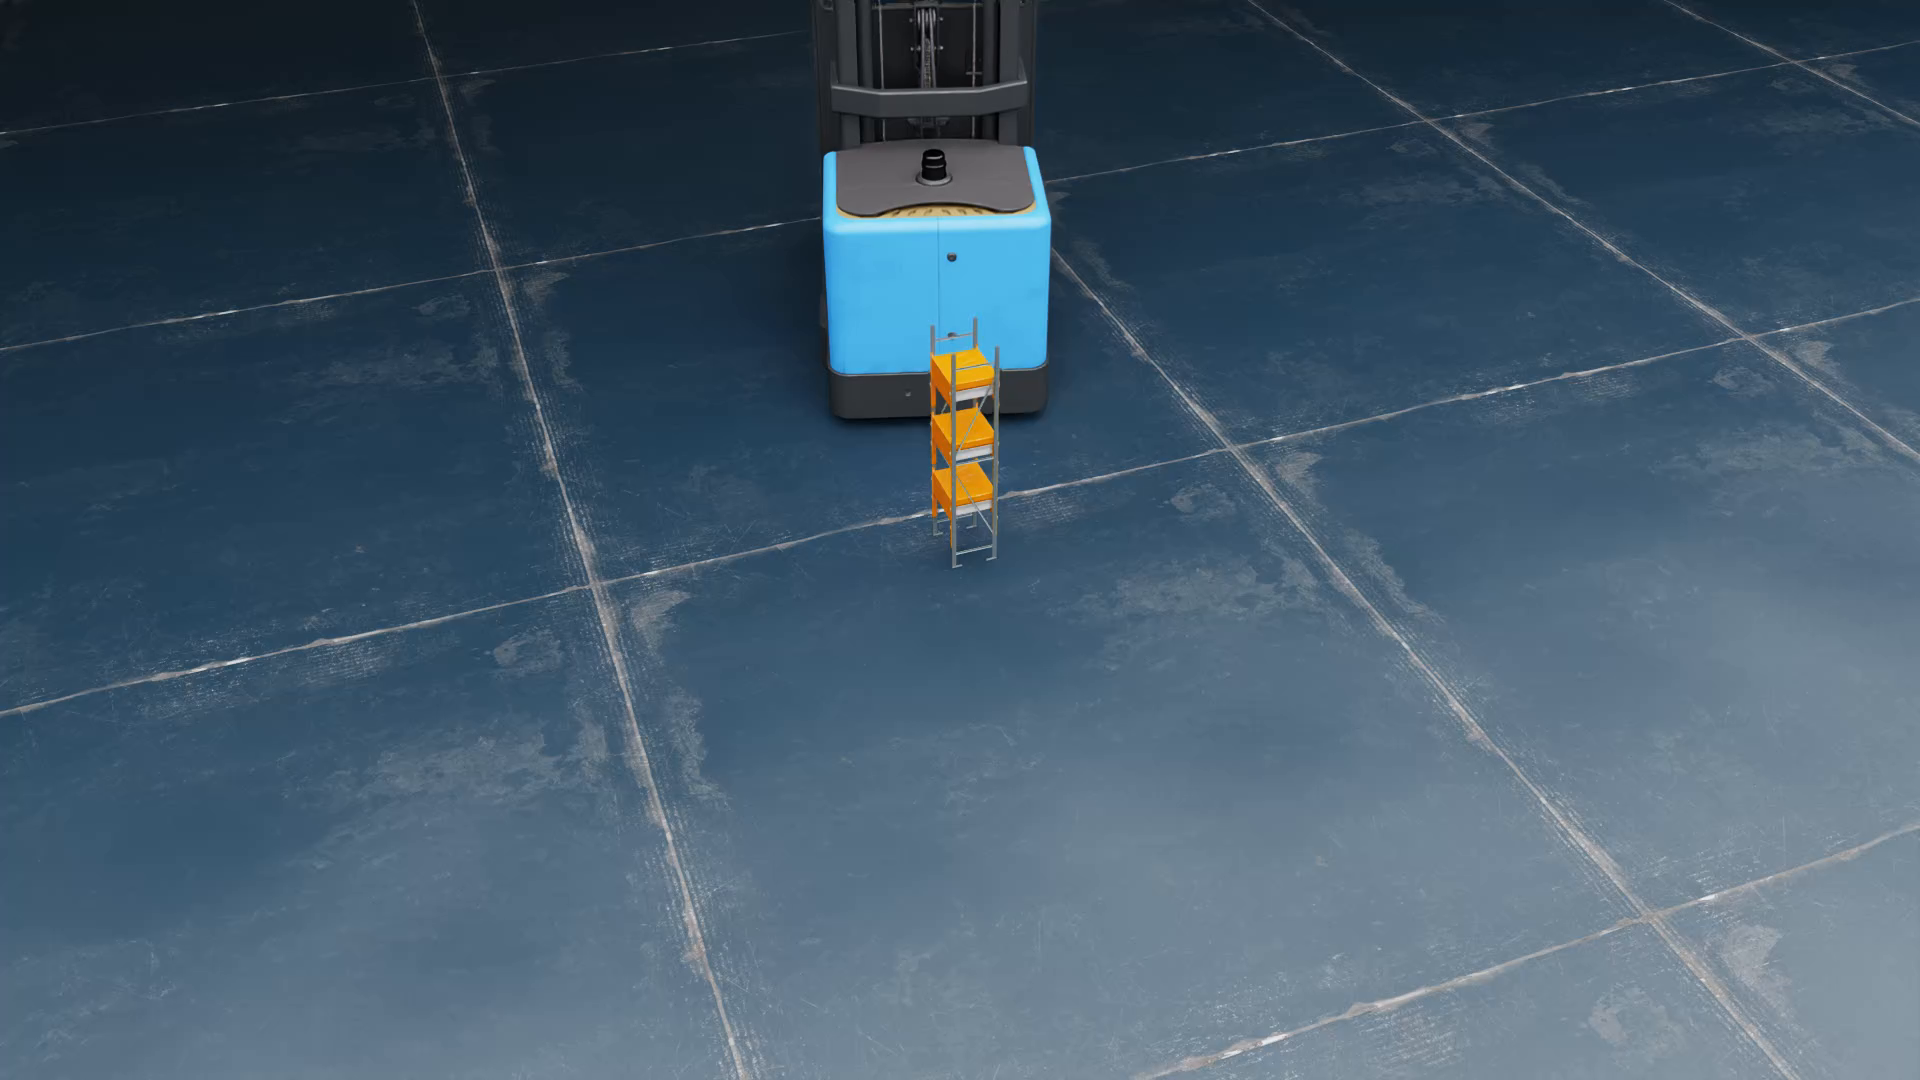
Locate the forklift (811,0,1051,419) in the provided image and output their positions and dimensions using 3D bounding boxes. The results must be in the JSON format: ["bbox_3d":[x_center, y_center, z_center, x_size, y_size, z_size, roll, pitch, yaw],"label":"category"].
[{"bbox_3d":[-0.189,-2.614,8.284,1.130,2.935,3.031,-2,37,-3],"label":"forklift"}]

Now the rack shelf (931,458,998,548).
[{"bbox_3d":[0.018,-0.159,7.068,0.215,0.259,0.240,-12,39,-16],"label":"rack shelf"}]

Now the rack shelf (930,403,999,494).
[{"bbox_3d":[0.018,-0.381,6.900,0.215,0.259,0.240,-12,39,-16],"label":"rack shelf"}]

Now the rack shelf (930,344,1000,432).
[{"bbox_3d":[0.018,-0.607,6.730,0.215,0.259,0.240,-12,39,-16],"label":"rack shelf"}]

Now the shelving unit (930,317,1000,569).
[{"bbox_3d":[0.018,-0.389,6.894,0.215,1.050,0.252,-12,39,-16],"label":"shelving unit"}]

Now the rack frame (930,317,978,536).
[{"bbox_3d":[-0.024,-0.458,6.985,0.200,1.050,0.008,-12,39,-16],"label":"rack frame"}]

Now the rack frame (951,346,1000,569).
[{"bbox_3d":[0.060,-0.320,6.803,0.200,1.050,0.008,-12,39,-16],"label":"rack frame"}]
